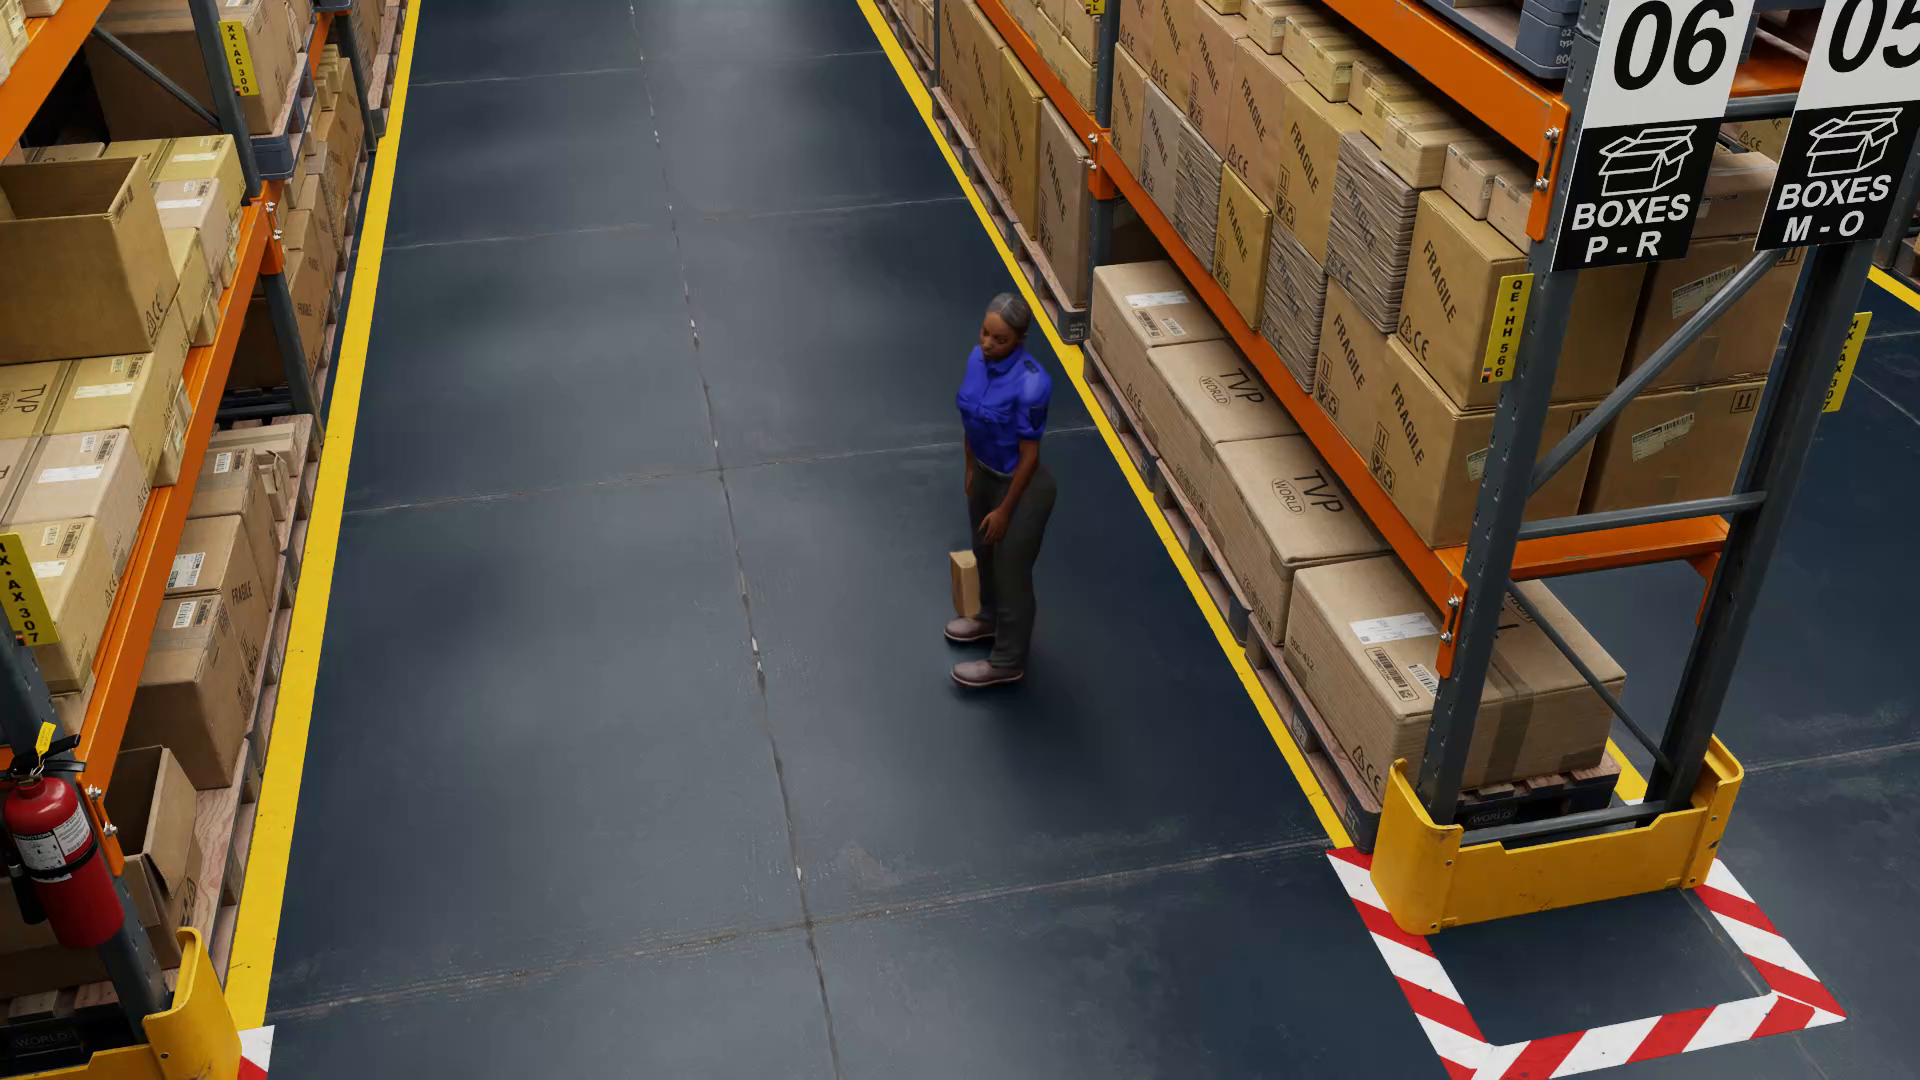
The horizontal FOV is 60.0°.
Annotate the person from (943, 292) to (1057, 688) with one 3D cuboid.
[{"bbox_3d":[0.107,-0.195,6.389,0.430,1.667,0.502,-19,39,-25],"label":"person"}]
